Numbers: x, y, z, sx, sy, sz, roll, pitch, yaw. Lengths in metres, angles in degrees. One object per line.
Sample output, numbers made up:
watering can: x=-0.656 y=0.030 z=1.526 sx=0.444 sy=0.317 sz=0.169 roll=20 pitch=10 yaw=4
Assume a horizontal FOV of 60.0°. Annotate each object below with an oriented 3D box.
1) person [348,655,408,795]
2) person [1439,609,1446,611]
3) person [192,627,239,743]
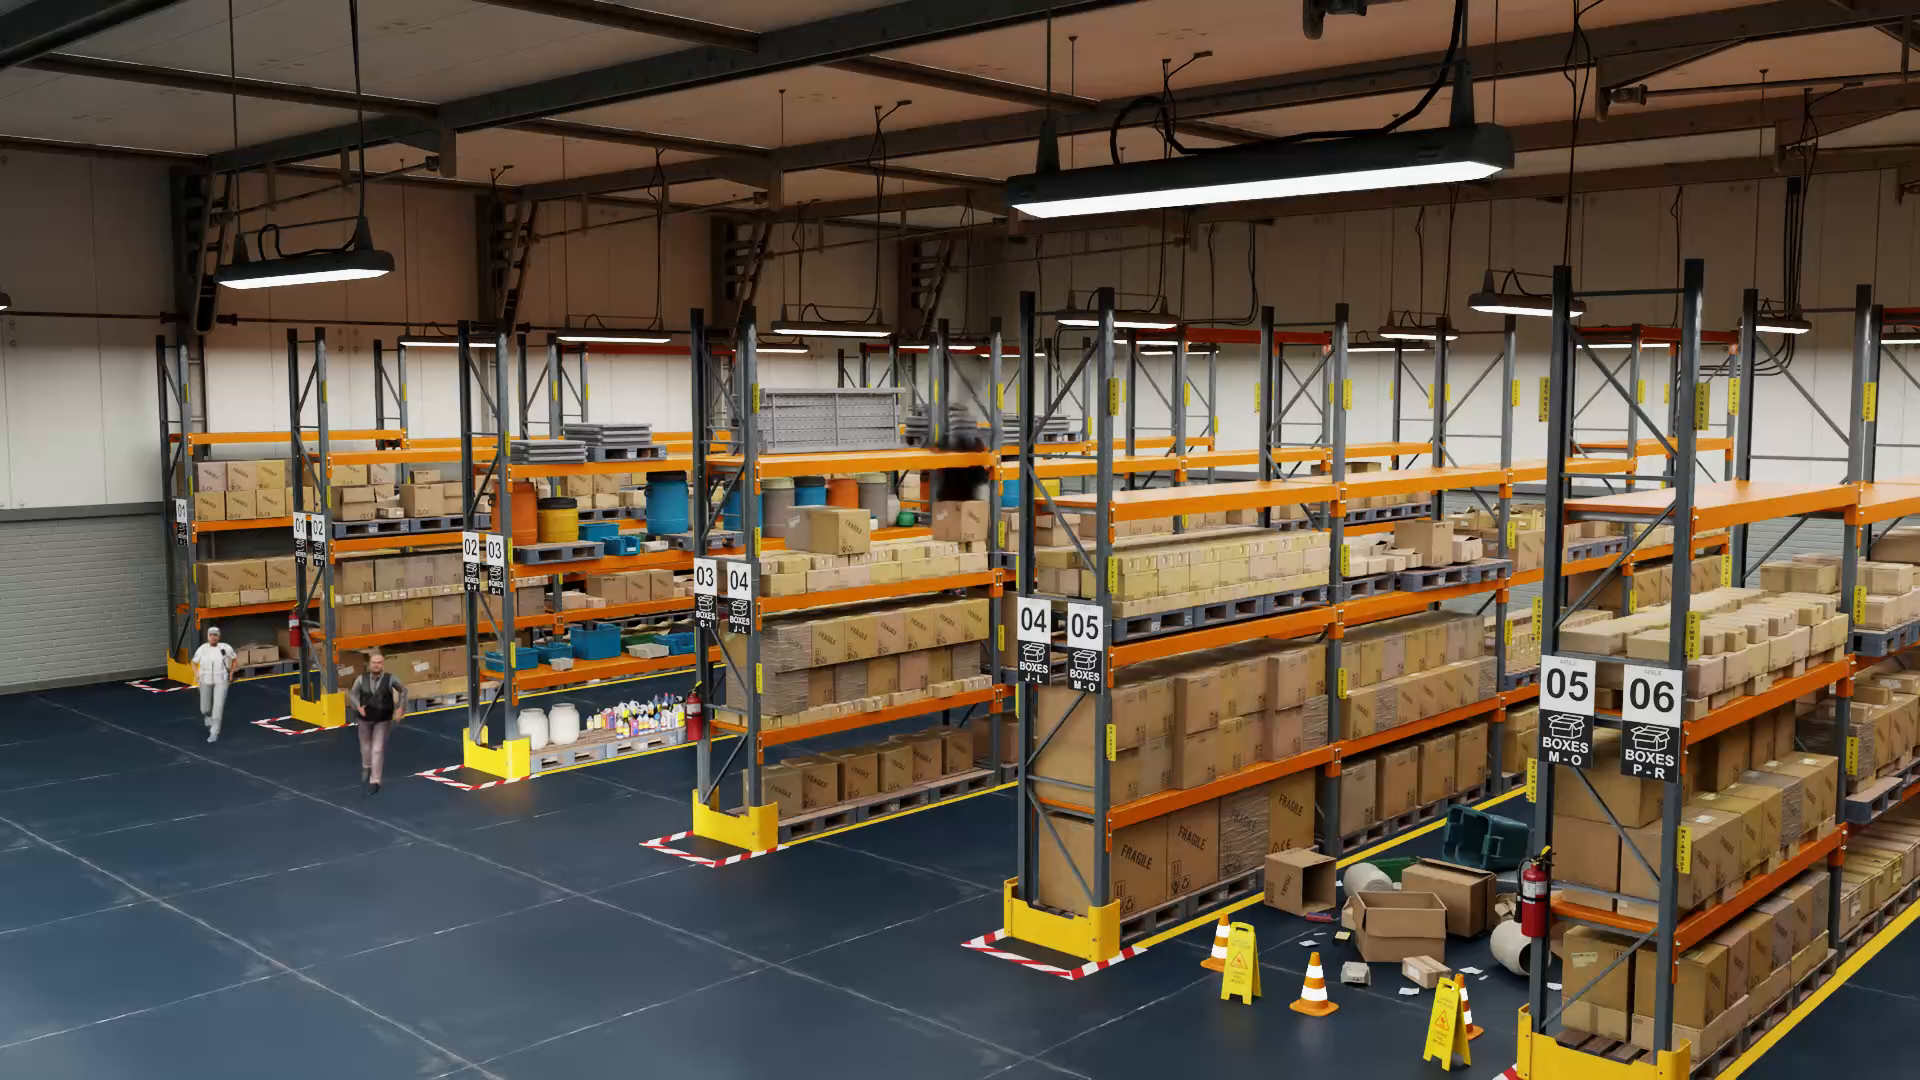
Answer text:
person: x=-7.424 y=2.310 z=21.254 sx=0.716 sy=1.725 sz=0.882 roll=-2 pitch=6 yaw=-19
person: x=7.512 y=1.903 z=26.005 sx=0.555 sy=1.626 sz=0.556 roll=4 pitch=7 yaw=39
person: x=-10.883 y=2.086 z=24.308 sx=0.627 sy=1.649 sz=0.794 roll=-2 pitch=6 yaw=-18
